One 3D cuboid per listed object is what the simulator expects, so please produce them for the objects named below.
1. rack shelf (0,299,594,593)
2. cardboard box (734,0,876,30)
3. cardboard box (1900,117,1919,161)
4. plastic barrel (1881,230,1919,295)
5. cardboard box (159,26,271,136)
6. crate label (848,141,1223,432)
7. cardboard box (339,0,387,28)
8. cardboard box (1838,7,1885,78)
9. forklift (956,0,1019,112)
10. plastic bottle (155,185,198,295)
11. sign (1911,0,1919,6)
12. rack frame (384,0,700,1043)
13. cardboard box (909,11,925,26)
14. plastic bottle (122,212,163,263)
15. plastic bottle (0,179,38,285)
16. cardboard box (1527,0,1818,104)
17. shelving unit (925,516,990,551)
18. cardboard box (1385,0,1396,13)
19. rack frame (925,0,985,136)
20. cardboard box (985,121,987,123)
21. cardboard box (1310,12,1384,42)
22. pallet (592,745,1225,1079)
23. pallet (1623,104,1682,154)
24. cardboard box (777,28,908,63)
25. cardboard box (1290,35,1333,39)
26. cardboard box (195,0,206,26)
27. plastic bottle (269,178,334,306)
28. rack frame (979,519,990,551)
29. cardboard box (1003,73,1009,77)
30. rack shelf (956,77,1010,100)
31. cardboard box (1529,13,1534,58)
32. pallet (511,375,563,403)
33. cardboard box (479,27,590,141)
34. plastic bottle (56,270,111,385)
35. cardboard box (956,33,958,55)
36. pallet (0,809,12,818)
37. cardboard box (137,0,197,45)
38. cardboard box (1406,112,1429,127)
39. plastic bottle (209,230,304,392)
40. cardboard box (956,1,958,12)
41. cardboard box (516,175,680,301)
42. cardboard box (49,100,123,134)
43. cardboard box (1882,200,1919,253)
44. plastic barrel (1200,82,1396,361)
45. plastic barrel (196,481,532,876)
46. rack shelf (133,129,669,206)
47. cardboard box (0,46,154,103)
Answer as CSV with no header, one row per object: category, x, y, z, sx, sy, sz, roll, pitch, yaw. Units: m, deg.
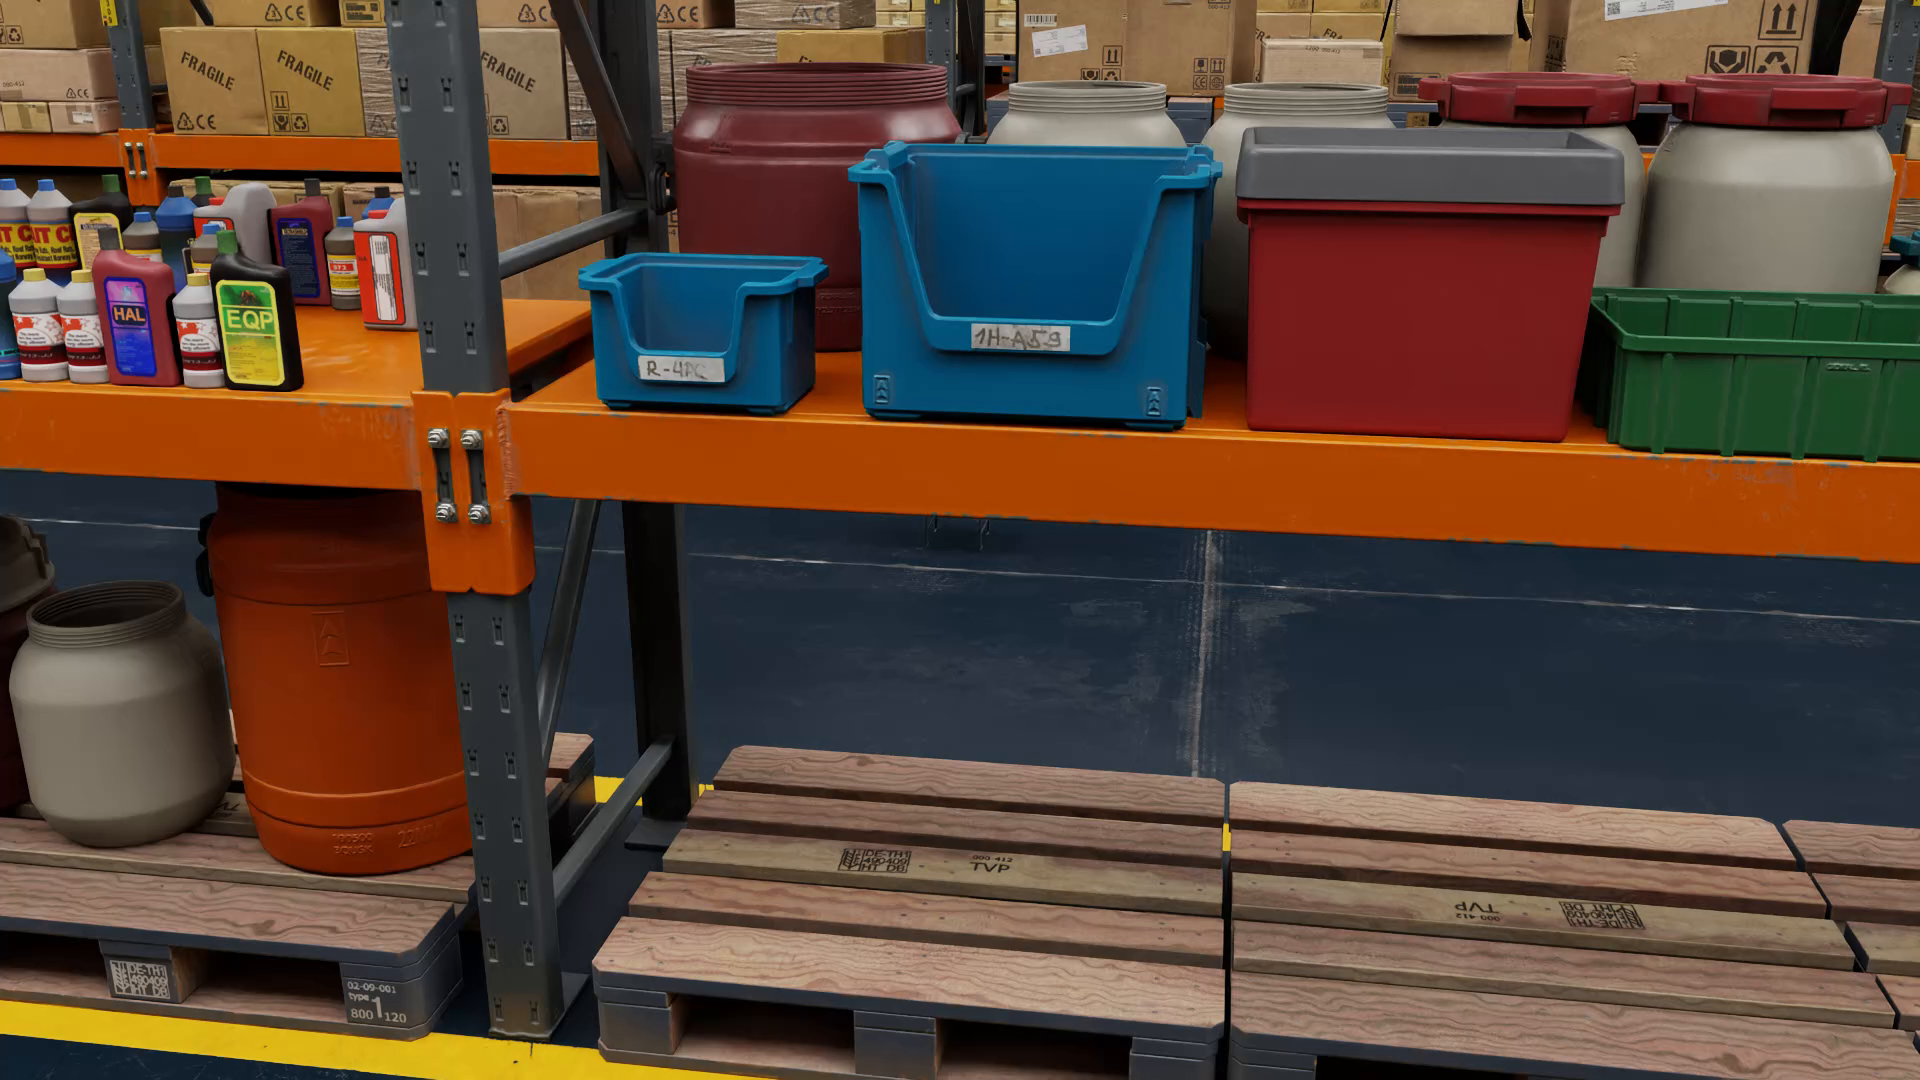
rack shelf,-2.775,-0.340,3.726,4.000,0.370,1.077,3,19,9
cardboard box,-0.734,-2.697,7.898,0.637,0.503,0.797,4,19,11
cardboard box,4.099,-1.707,7.072,0.250,0.149,0.380,3,19,9
plastic barrel,1.866,-0.428,3.074,0.301,0.262,0.301,0,18,0
cardboard box,-3.550,-2.279,8.231,0.500,0.500,0.500,3,19,9
crate label,0.138,-0.463,2.902,0.616,0.435,0.502,3,19,9
cardboard box,-2.657,-2.789,8.172,0.637,0.503,0.797,3,19,9
cardboard box,6.248,-3.451,11.654,0.550,0.550,0.875,3,19,9
forklift,0.397,-2.910,10.381,3.031,2.935,1.130,9,21,26
plastic bottle,-1.753,-0.661,3.755,0.097,0.271,0.097,0,18,0
sign,3.850,-2.306,6.643,0.005,0.325,0.100,3,19,9
rack frame,-0.801,-0.580,3.311,0.127,3.000,1.000,3,19,9
cardboard box,-0.212,-3.810,12.227,0.250,0.149,0.380,3,19,10
plastic bottle,-1.875,-0.654,3.843,0.097,0.201,0.097,0,18,0
plastic bottle,-2.199,-0.703,3.881,0.097,0.271,0.097,0,18,0
cardboard box,3.172,-2.498,7.435,1.000,1.000,1.000,3,19,9
shelving unit,-0.008,-0.427,6.162,0.210,0.900,0.258,3,19,9
cardboard box,3.323,-4.075,12.022,0.500,0.500,0.700,3,19,9
rack frame,-0.015,-2.132,7.948,0.127,3.000,1.000,3,19,9
cardboard box,0.229,-3.161,13.119,0.500,0.250,0.500,2,19,6
cardboard box,2.764,-3.545,12.014,0.500,0.500,0.500,3,19,8
pallet,-0.042,0.793,3.600,1.213,0.211,1.003,3,19,9
pallet,3.203,-1.924,7.628,1.213,0.211,1.003,3,19,9
cardboard box,-0.541,-2.127,7.775,0.500,0.500,0.500,4,19,10
cardboard box,1.674,-2.268,7.905,0.258,0.266,0.396,2,19,7
cardboard box,-6.095,-4.144,13.335,0.500,0.500,0.500,3,19,9
plastic bottle,-1.494,-0.679,3.789,0.133,0.283,0.061,3,19,9
rack frame,0.092,-0.422,6.146,0.006,0.900,0.240,3,19,9
cardboard box,0.888,-4.489,17.679,0.875,0.875,0.875,3,19,8
rack shelf,-1.103,-3.441,12.992,4.000,0.370,1.077,3,19,9
cardboard box,4.263,-3.470,11.788,0.500,0.500,0.500,3,19,8
pallet,-1.982,-0.935,8.766,1.213,0.211,1.003,3,19,9
cardboard box,-2.048,-2.205,8.008,0.500,0.500,0.500,3,19,10
plastic bottle,-1.606,-0.396,3.073,0.097,0.201,0.097,0,18,0
cardboard box,0.067,-3.655,12.233,0.250,0.149,0.380,3,19,9
pallet,-2.787,0.653,4.018,1.213,0.211,1.003,3,19,9
cardboard box,-4.397,-2.863,8.719,0.500,0.500,0.500,3,19,9
cardboard box,5.773,-5.687,21.652,0.625,0.625,0.875,4,19,11
plastic bottle,-1.268,-0.412,2.991,0.133,0.283,0.061,3,19,9
cardboard box,0.067,-3.938,12.140,0.250,0.149,0.380,3,19,8
cardboard box,-1.572,-1.412,8.483,0.875,0.875,1.225,3,19,9
cardboard box,-4.317,-2.127,8.329,0.250,0.149,0.380,3,19,9
cardboard box,6.321,-2.573,11.954,0.875,0.875,0.875,3,19,9
plastic barrel,0.665,-0.627,3.275,0.421,0.512,0.421,0,18,0
plastic barrel,-1.286,0.230,3.646,0.708,0.830,0.600,3,19,9
rack shelf,-1.990,-1.892,8.363,4.000,0.370,1.077,3,19,9
cardboard box,-4.442,-2.343,8.347,0.500,0.250,0.500,3,19,8
